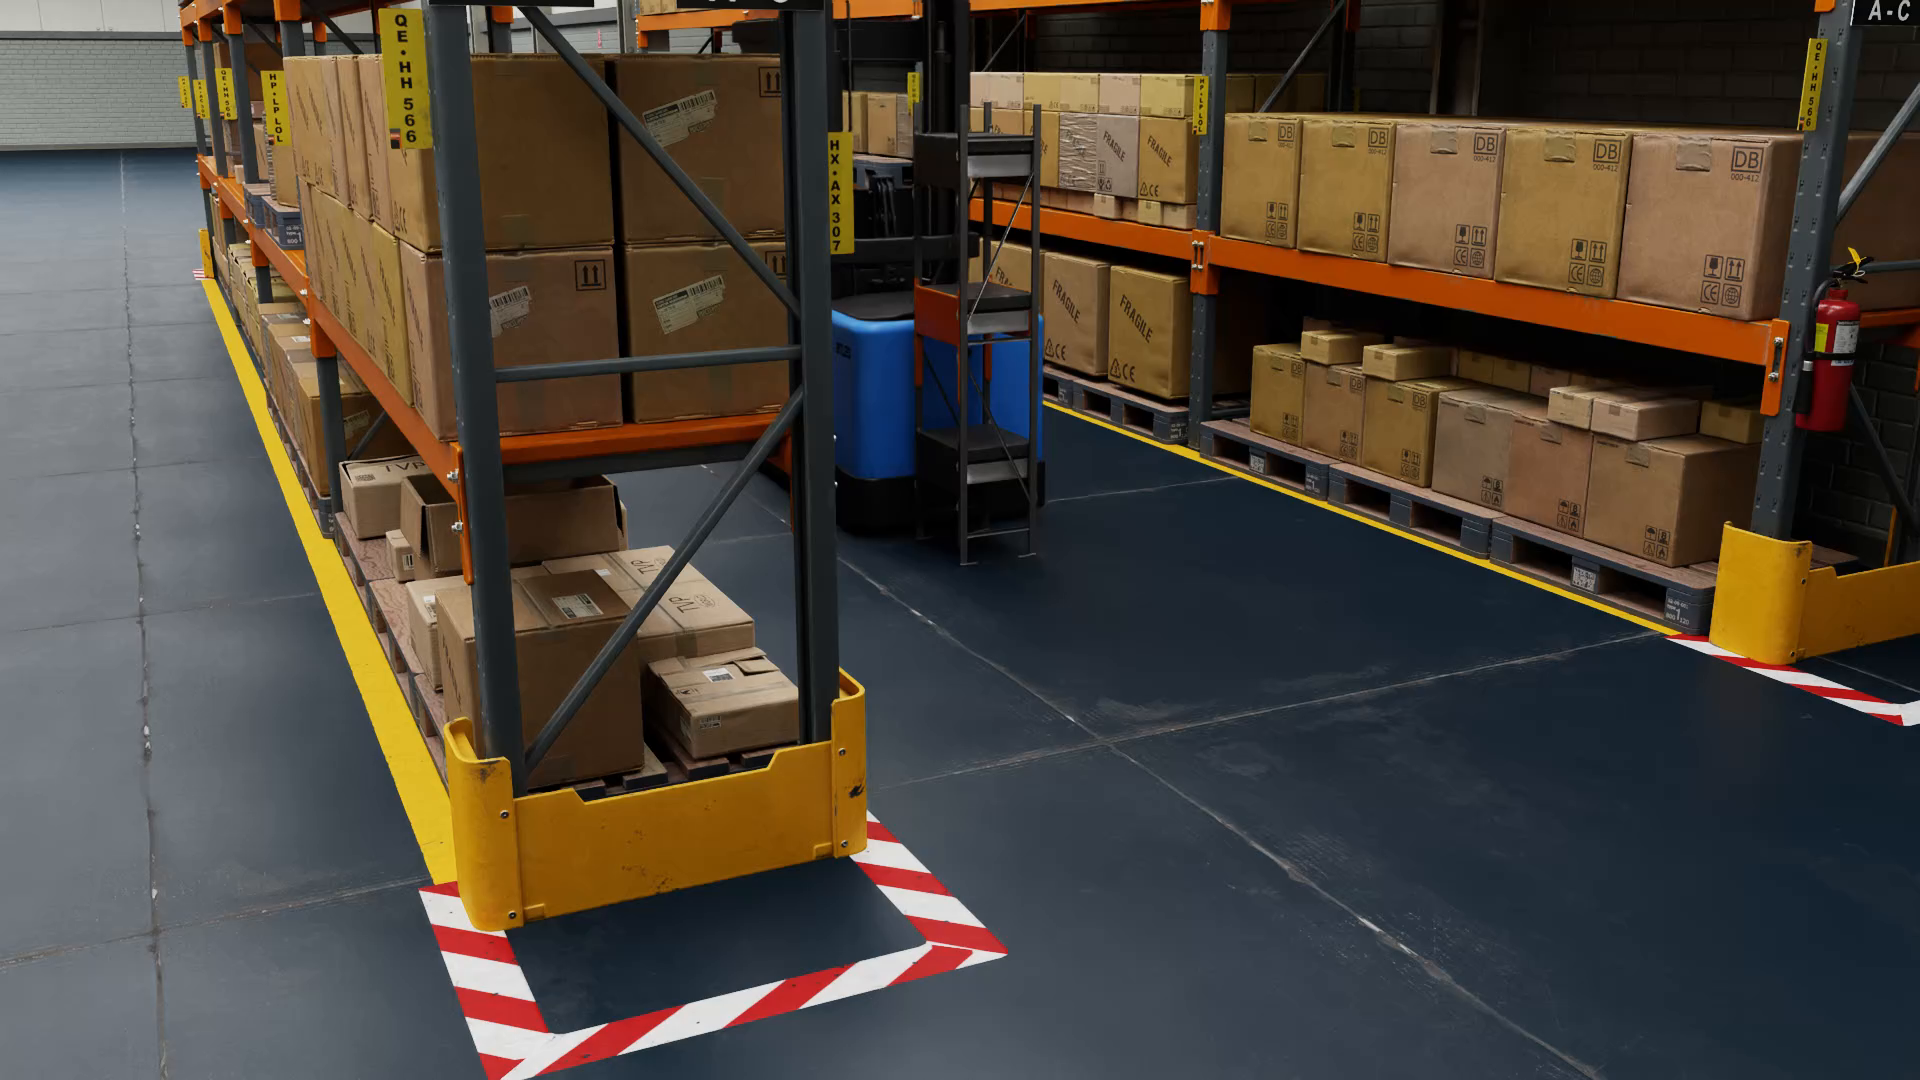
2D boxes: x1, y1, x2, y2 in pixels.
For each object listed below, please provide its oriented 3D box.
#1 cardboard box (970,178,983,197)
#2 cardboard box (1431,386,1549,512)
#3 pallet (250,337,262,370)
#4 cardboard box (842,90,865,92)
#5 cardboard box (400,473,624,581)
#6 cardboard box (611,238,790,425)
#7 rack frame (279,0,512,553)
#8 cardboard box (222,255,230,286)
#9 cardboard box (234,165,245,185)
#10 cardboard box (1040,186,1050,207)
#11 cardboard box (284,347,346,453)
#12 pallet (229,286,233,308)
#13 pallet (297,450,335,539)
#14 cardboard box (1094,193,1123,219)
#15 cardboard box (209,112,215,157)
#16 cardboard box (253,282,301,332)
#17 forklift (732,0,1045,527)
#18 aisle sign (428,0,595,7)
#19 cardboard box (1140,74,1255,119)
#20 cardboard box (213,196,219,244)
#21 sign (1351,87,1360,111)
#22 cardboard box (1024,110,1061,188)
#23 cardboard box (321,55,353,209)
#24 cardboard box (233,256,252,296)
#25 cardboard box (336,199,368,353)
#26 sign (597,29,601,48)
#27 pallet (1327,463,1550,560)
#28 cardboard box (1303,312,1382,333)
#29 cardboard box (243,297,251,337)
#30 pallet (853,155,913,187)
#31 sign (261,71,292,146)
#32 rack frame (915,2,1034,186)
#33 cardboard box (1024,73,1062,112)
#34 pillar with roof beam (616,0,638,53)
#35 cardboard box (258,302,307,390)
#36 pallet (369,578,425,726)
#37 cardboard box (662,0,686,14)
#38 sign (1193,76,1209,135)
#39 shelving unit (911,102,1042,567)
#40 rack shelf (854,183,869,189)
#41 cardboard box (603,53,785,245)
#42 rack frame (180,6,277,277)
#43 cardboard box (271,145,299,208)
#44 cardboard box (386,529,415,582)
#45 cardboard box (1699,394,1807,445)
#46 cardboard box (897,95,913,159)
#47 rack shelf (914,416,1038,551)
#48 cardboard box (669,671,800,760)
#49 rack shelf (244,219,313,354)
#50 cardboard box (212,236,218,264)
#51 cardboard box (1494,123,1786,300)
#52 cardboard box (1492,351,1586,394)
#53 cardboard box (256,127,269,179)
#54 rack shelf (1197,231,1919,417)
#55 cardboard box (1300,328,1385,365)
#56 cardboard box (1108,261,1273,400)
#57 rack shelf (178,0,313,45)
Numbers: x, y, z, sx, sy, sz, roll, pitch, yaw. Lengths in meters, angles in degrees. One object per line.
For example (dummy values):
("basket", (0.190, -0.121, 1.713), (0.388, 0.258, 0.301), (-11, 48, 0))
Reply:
("cardboard box", (0.200, -2.685, 12.589), (0.380, 0.149, 0.250), (-7, 17, -23))
("cardboard box", (2.789, -0.472, 8.229), (0.700, 0.500, 0.500), (-8, 18, -27))
("pallet", (-5.187, -1.617, 13.501), (1.003, 0.211, 1.213), (-8, 18, -25))
("cardboard box", (-1.201, -4.027, 15.867), (0.700, 0.500, 0.500), (-6, 17, -19))
("cardboard box", (-1.750, 0.000, 6.542), (0.797, 0.503, 0.637), (-8, 18, -25))
("cardboard box", (-0.783, -0.652, 4.904), (0.500, 0.500, 0.500), (-7, 18, -24))
("rack frame", (-2.578, -1.454, 7.880), (1.000, 3.000, 0.127), (-8, 18, -25))
("cardboard box", (-6.925, -2.654, 16.284), (0.500, 0.250, 0.500), (-8, 18, -25))
("cardboard box", (-5.878, -3.073, 13.975), (0.380, 0.149, 0.250), (-8, 18, -25))
("cardboard box", (0.739, -2.446, 11.754), (0.380, 0.149, 0.250), (-8, 18, -25))
("cardboard box", (-3.480, -0.800, 9.334), (0.500, 0.500, 0.500), (-7, 18, -24))
("pallet", (-6.394, -2.300, 15.882), (1.003, 0.211, 1.213), (-8, 18, -25))
("pallet", (-2.968, -0.311, 8.952), (1.003, 0.211, 1.213), (-8, 18, -25))
("cardboard box", (1.097, -2.180, 10.828), (0.380, 0.149, 0.250), (-8, 18, -25))
("cardboard box", (-7.642, -4.360, 17.826), (0.700, 0.500, 0.500), (-8, 18, -25))
("cardboard box", (-4.781, -1.696, 11.929), (0.500, 0.311, 0.500), (-7, 17, -23))
("forklift", (-0.603, -1.837, 9.338), (1.130, 2.935, 3.031), (-7, 17, -22))
("aisle sign", (-1.071, -1.658, 3.877), (0.394, 0.787, 0.004), (-8, 18, -25))
("cardboard box", (1.439, -2.700, 10.104), (0.500, 0.250, 0.500), (-7, 18, -24))
("cardboard box", (-7.349, -3.264, 17.052), (0.500, 0.500, 0.500), (-8, 18, -25))
("sign", (2.372, -2.575, 10.074), (0.100, 0.325, 0.005), (-8, 18, -25))
("cardboard box", (0.776, -2.712, 11.508), (0.500, 0.500, 0.500), (-7, 17, -23))
("cardboard box", (-1.946, -1.449, 5.867), (0.500, 0.500, 0.500), (-7, 17, -23))
("cardboard box", (-5.683, -2.202, 13.693), (0.500, 0.311, 0.500), (-8, 18, -27))
("cardboard box", (-1.931, -0.966, 5.998), (0.500, 0.500, 0.500), (-8, 18, -26))
("sign", (-5.890, -8.194, 27.162), (0.001, 0.298, 0.199), (-8, 18, -25))
("pallet", (2.674, -0.212, 8.608), (1.003, 0.211, 1.213), (-8, 18, -25))
("cardboard box", (2.224, -1.228, 9.686), (0.380, 0.149, 0.250), (-8, 18, -25))
("cardboard box", (-5.455, -1.807, 13.332), (0.500, 0.250, 0.500), (-7, 18, -24))
("pallet", (-0.287, -3.117, 14.023), (1.213, 0.211, 1.003), (-8, 18, -25))
("sign", (-3.075, -1.943, 7.483), (0.100, 0.325, 0.005), (-8, 18, -25))
("rack frame", (0.121, -3.046, 13.425), (1.000, 3.000, 0.127), (-8, 18, -25))
("cardboard box", (0.776, -3.080, 11.431), (0.500, 0.250, 0.500), (-8, 18, -26))
("pillar with roof beam", (-8.798, -8.811, 22.641), (9.100, 9.000, 0.400), (-8, 18, -25))
("cardboard box", (-4.388, -1.309, 11.107), (0.500, 0.500, 0.500), (-7, 17, -23))
("pallet", (-1.740, 0.360, 6.615), (1.003, 0.211, 1.213), (-8, 18, -25))
("cardboard box", (-3.028, -6.150, 18.587), (0.500, 0.500, 0.500), (-7, 17, -22))
("sign", (1.390, -2.504, 9.583), (0.100, 0.325, 0.005), (-8, 18, -25))
("shelving unit", (0.073, -0.968, 7.818), (0.431, 2.100, 0.503), (-8, 18, -25))
("rack shelf", (-0.755, -3.196, 15.253), (1.077, 0.370, 4.000), (-8, 18, -25))
("cardboard box", (-0.783, -1.133, 4.766), (0.500, 0.500, 0.500), (-7, 17, -23))
("rack frame", (-7.835, -4.430, 18.249), (1.000, 3.000, 0.127), (-8, 18, -25))
("cardboard box", (-3.408, -2.135, 9.309), (0.700, 0.500, 0.500), (-13, 21, -39))
("cardboard box", (-2.201, 0.040, 7.013), (0.380, 0.166, 0.250), (-8, 18, -25))
("cardboard box", (3.464, -0.529, 7.249), (0.380, 0.149, 0.250), (-8, 18, -25))
("cardboard box", (-0.094, -3.420, 13.753), (0.700, 0.500, 0.500), (-10, 19, -31))
("rack shelf", (0.073, -0.282, 8.015), (0.431, 0.518, 0.480), (-8, 18, -25))
("cardboard box", (-0.700, 0.551, 5.263), (0.380, 0.149, 0.250), (-8, 18, -25))
("rack shelf", (-3.454, -1.604, 9.707), (1.077, 0.370, 4.000), (-8, 18, -25))
("cardboard box", (-7.800, -3.150, 18.013), (0.500, 0.250, 0.500), (-8, 18, -25))
("cardboard box", (3.064, -1.510, 7.532), (0.980, 0.700, 0.700), (-8, 18, -25))
("cardboard box", (2.907, -0.843, 8.344), (0.380, 0.149, 0.250), (-7, 18, -24))
("cardboard box", (-5.080, -2.908, 12.765), (0.500, 0.500, 0.500), (-9, 18, -28))
("rack shelf", (2.749, -1.212, 8.340), (1.077, 0.370, 4.000), (-8, 18, -25))
("cardboard box", (2.095, -1.061, 9.104), (0.380, 0.149, 0.250), (-7, 17, -23))
("cardboard box", (1.472, -1.368, 10.715), (0.750, 0.750, 0.750), (-7, 18, -24))
("rack shelf", (-6.959, -5.030, 16.206), (1.077, 0.370, 4.000), (-8, 18, -25))
